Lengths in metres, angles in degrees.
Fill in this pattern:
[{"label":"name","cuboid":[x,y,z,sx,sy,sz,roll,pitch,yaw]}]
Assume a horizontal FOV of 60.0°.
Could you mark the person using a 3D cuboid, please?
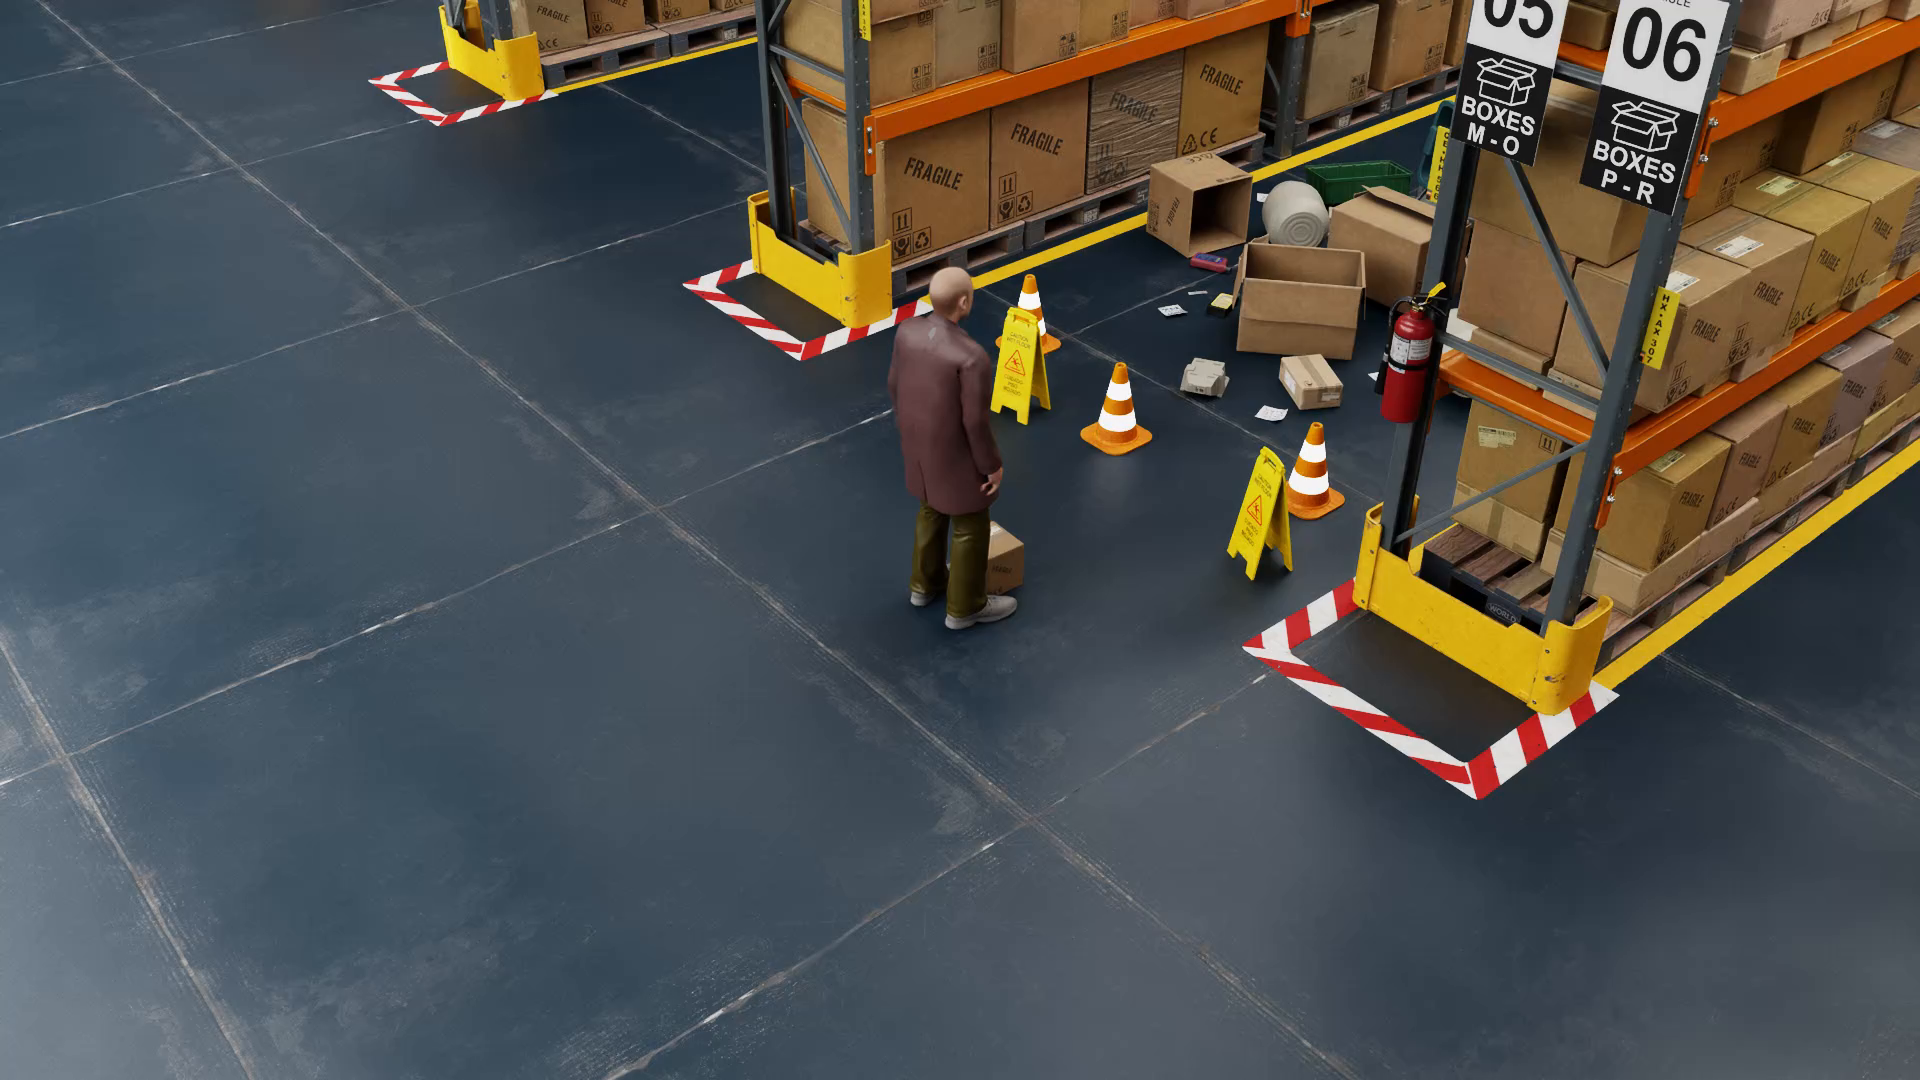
[{"label":"person","cuboid":[-0.058,-0.426,7.692,0.427,1.773,0.651,-29,45,-34]}]
